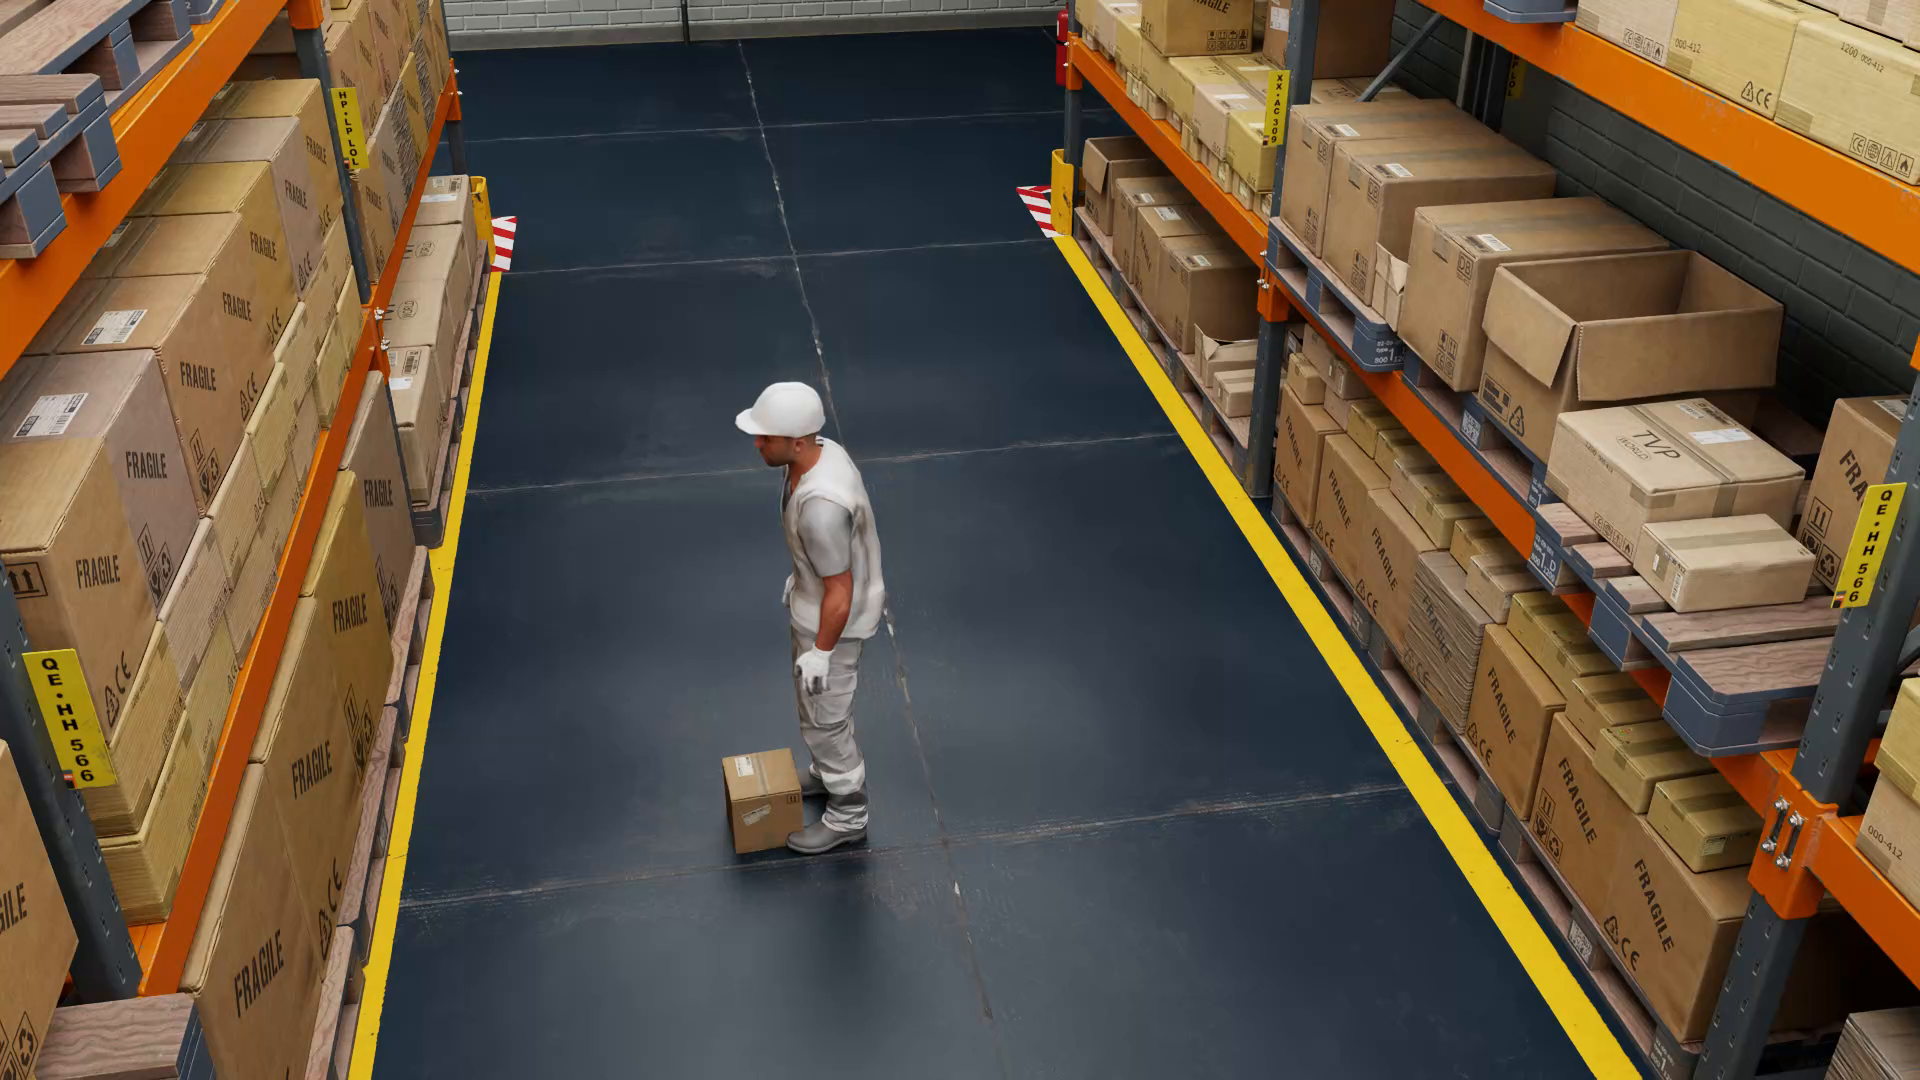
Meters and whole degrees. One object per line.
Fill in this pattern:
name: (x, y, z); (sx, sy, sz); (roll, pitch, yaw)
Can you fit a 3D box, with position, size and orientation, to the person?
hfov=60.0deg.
person: (-0.488, 0.263, 5.667); (0.448, 1.780, 0.608); (-5, 31, -9)
